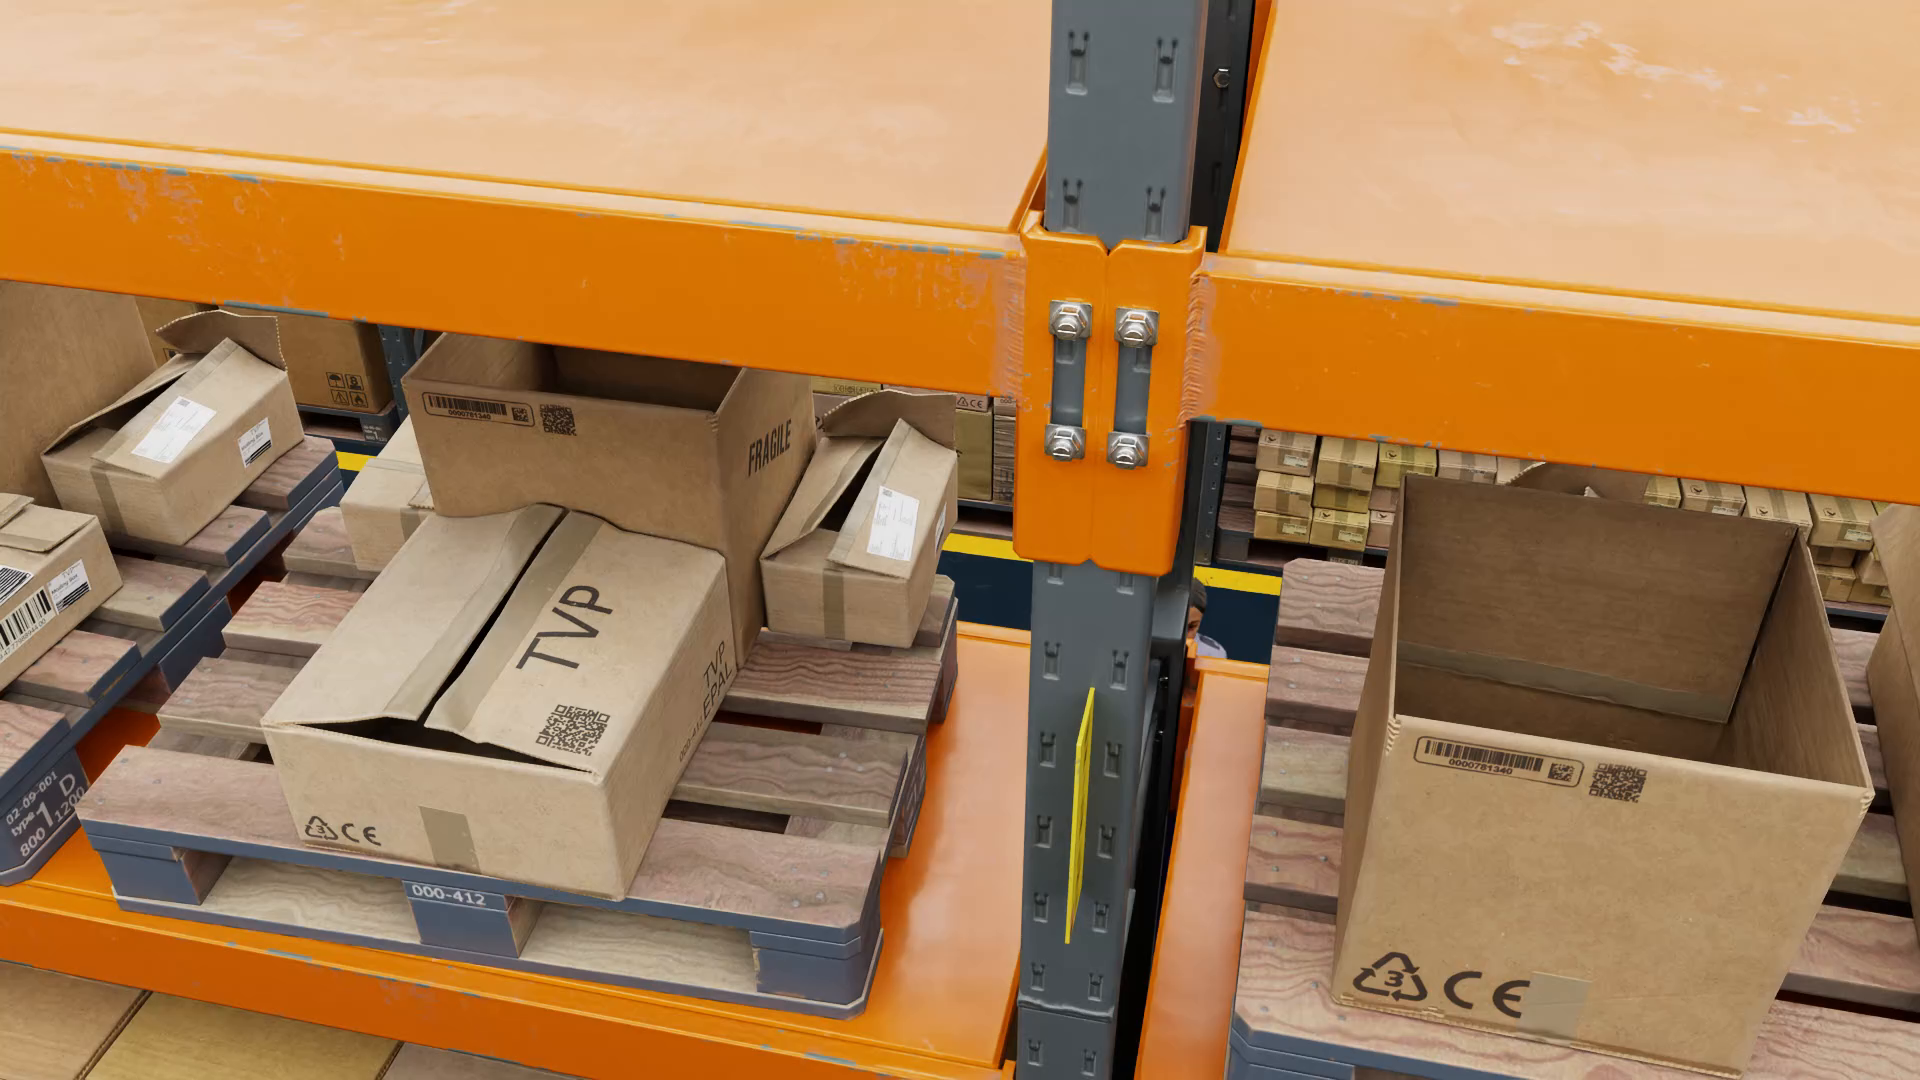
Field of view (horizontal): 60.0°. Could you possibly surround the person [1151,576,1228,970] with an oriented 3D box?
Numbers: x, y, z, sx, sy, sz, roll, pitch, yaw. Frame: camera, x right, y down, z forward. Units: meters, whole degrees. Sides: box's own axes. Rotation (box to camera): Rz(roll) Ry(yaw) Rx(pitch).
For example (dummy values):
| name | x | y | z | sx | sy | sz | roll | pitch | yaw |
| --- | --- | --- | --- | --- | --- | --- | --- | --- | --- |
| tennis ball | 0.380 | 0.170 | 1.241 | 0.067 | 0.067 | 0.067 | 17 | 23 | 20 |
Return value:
| name | x | y | z | sx | sy | sz | roll | pitch | yaw |
| --- | --- | --- | --- | --- | --- | --- | --- | --- | --- |
| person | 0.632 | 0.876 | 5.506 | 0.521 | 1.602 | 0.715 | 1 | 37 | 1 |
